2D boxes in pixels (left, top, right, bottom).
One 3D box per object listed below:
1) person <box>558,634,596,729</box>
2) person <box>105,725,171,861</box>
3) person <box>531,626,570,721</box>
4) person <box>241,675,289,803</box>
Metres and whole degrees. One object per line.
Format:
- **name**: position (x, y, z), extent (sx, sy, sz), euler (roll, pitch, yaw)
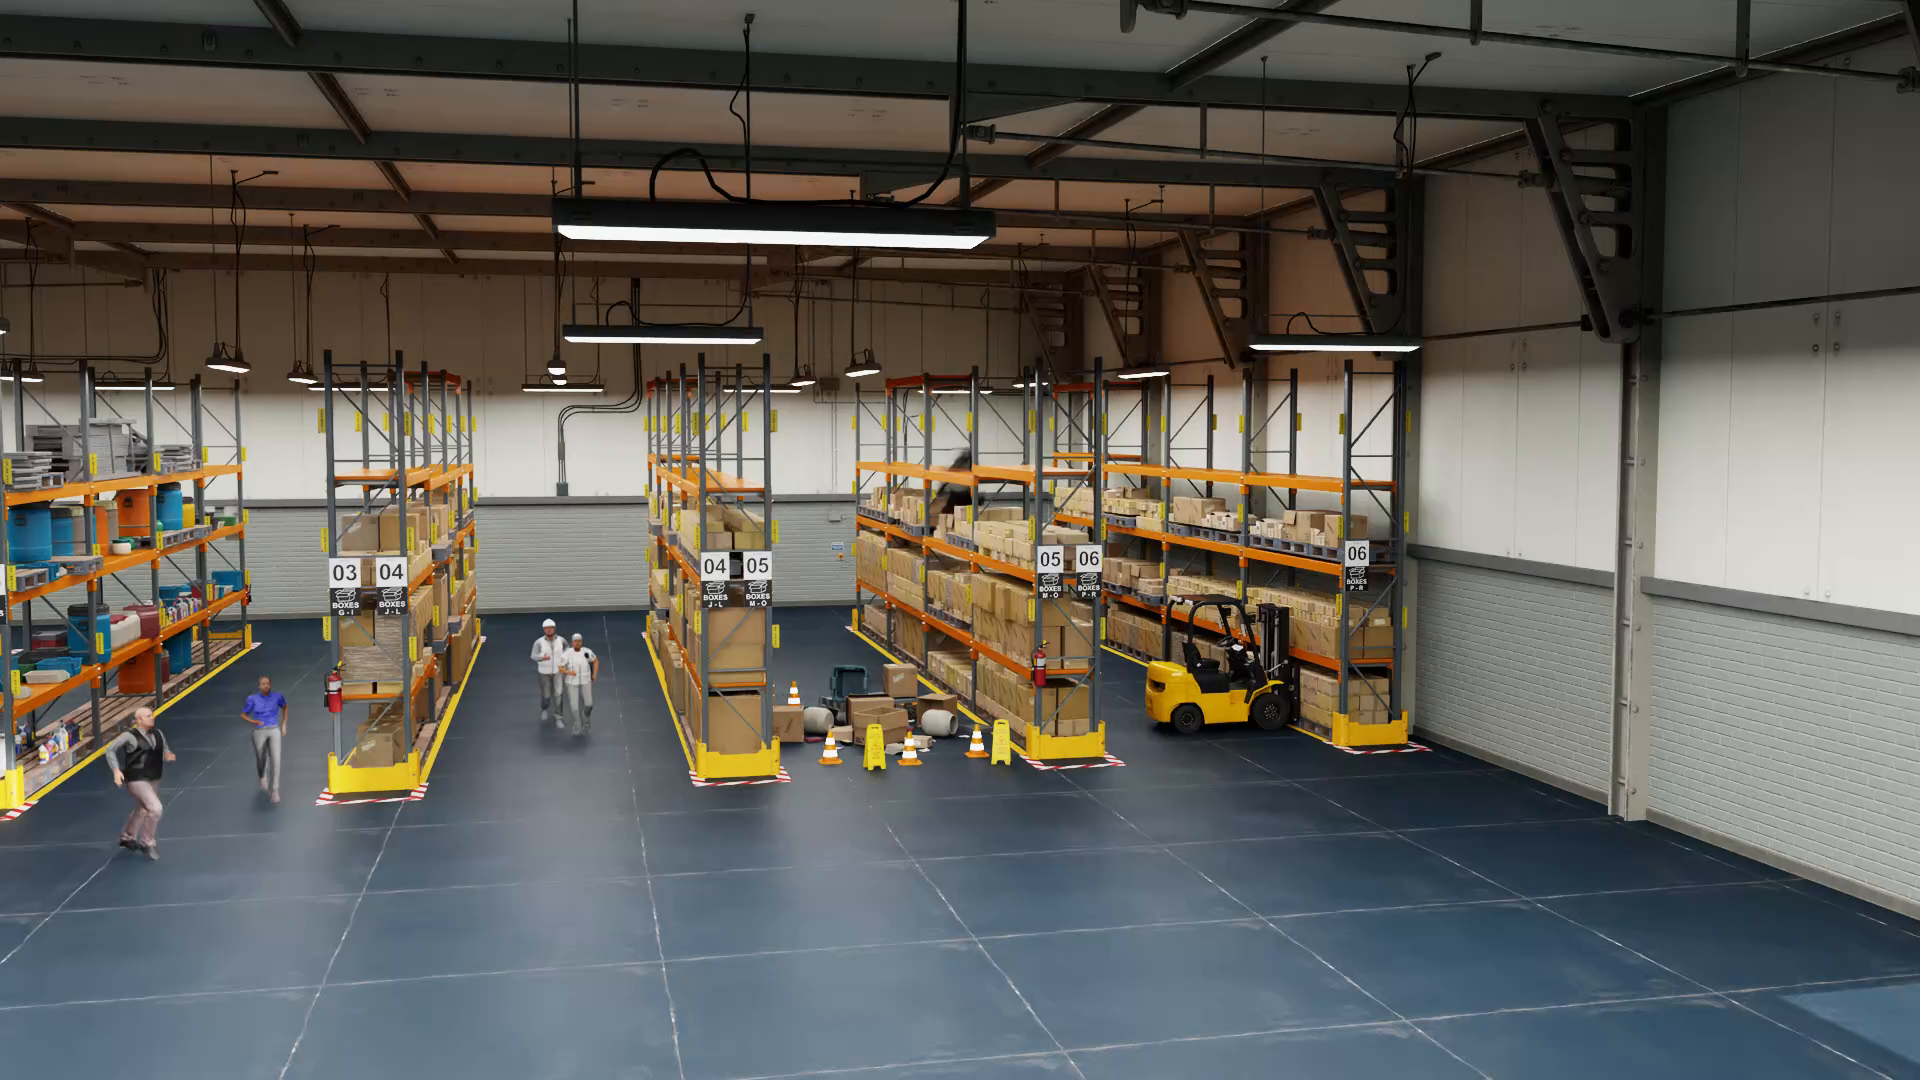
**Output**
- **person**: position (-6.126, 2.281, 26.686), extent (0.616, 1.563, 0.532), euler (-1, 4, -20)
- **person**: position (-9.482, 2.910, 19.205), extent (0.669, 1.579, 0.620), euler (1, 4, 15)
- **person**: position (-6.766, 2.167, 27.536), extent (0.664, 1.615, 0.860), euler (-1, 4, -19)
- **person**: position (-9.319, 2.636, 22.327), extent (0.612, 1.671, 0.891), euler (-2, 4, -28)
